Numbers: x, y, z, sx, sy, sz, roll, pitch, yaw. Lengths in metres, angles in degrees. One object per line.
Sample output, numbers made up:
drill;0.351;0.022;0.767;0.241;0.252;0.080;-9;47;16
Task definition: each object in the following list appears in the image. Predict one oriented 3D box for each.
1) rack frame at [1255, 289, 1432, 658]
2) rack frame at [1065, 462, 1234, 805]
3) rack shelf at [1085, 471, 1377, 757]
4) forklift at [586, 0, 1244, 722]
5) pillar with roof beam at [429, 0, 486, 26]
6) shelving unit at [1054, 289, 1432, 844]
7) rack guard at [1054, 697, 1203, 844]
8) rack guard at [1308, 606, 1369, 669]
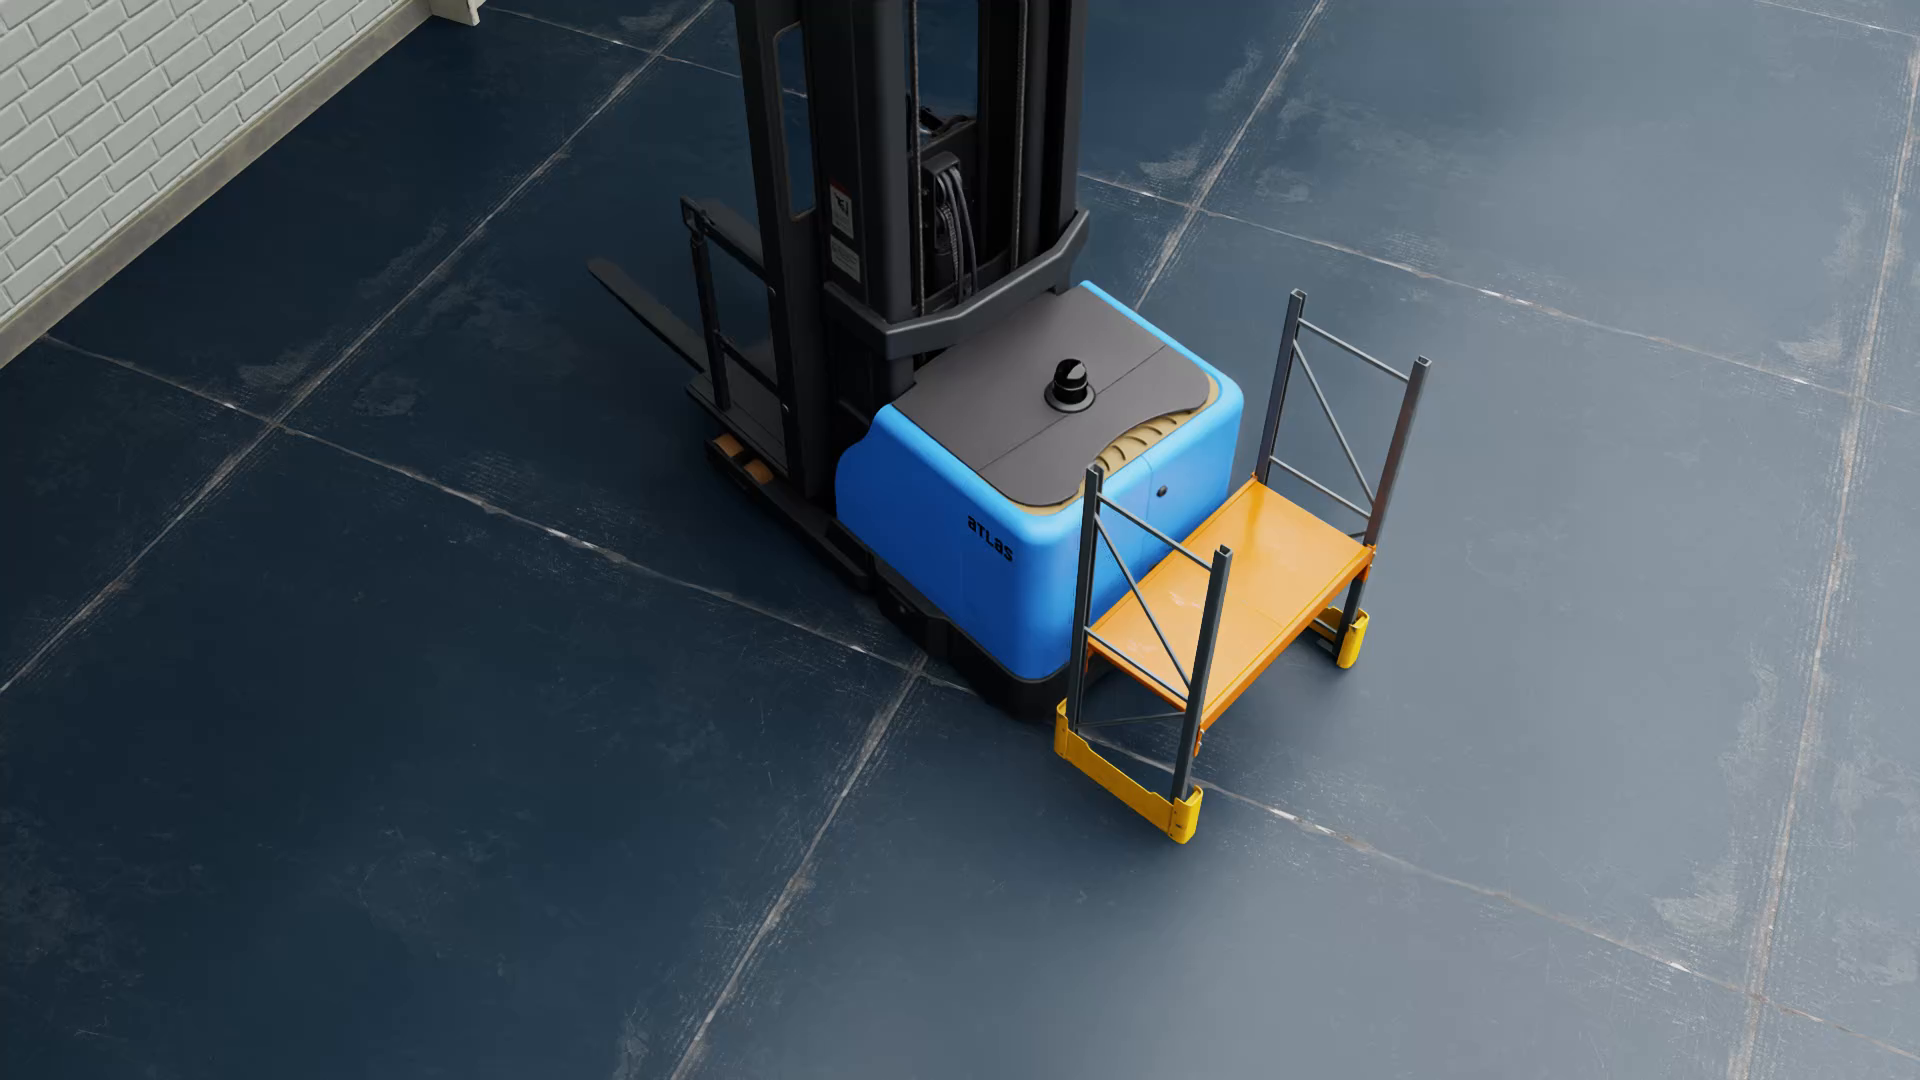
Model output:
rack frame;1.241;-0.176;5.730;0.500;1.500;0.032;35;58;26
rack frame;0.557;0.397;5.243;0.500;1.500;0.032;35;58;26
rack shelf;0.899;0.227;5.624;0.538;0.185;1.000;35;58;26
forklift;-0.385;-1.345;5.785;1.130;2.935;3.031;-35;58;-26
pillar with roof beam;1.234;-4.454;4.447;9.100;9.000;0.400;20;52;16
shelving unit;0.905;0.105;5.491;0.587;1.500;1.083;35;58;26
rack guard;0.570;0.791;5.728;0.587;0.250;0.087;35;58;26
rack guard;1.240;0.229;6.206;0.587;0.250;0.087;35;58;26
